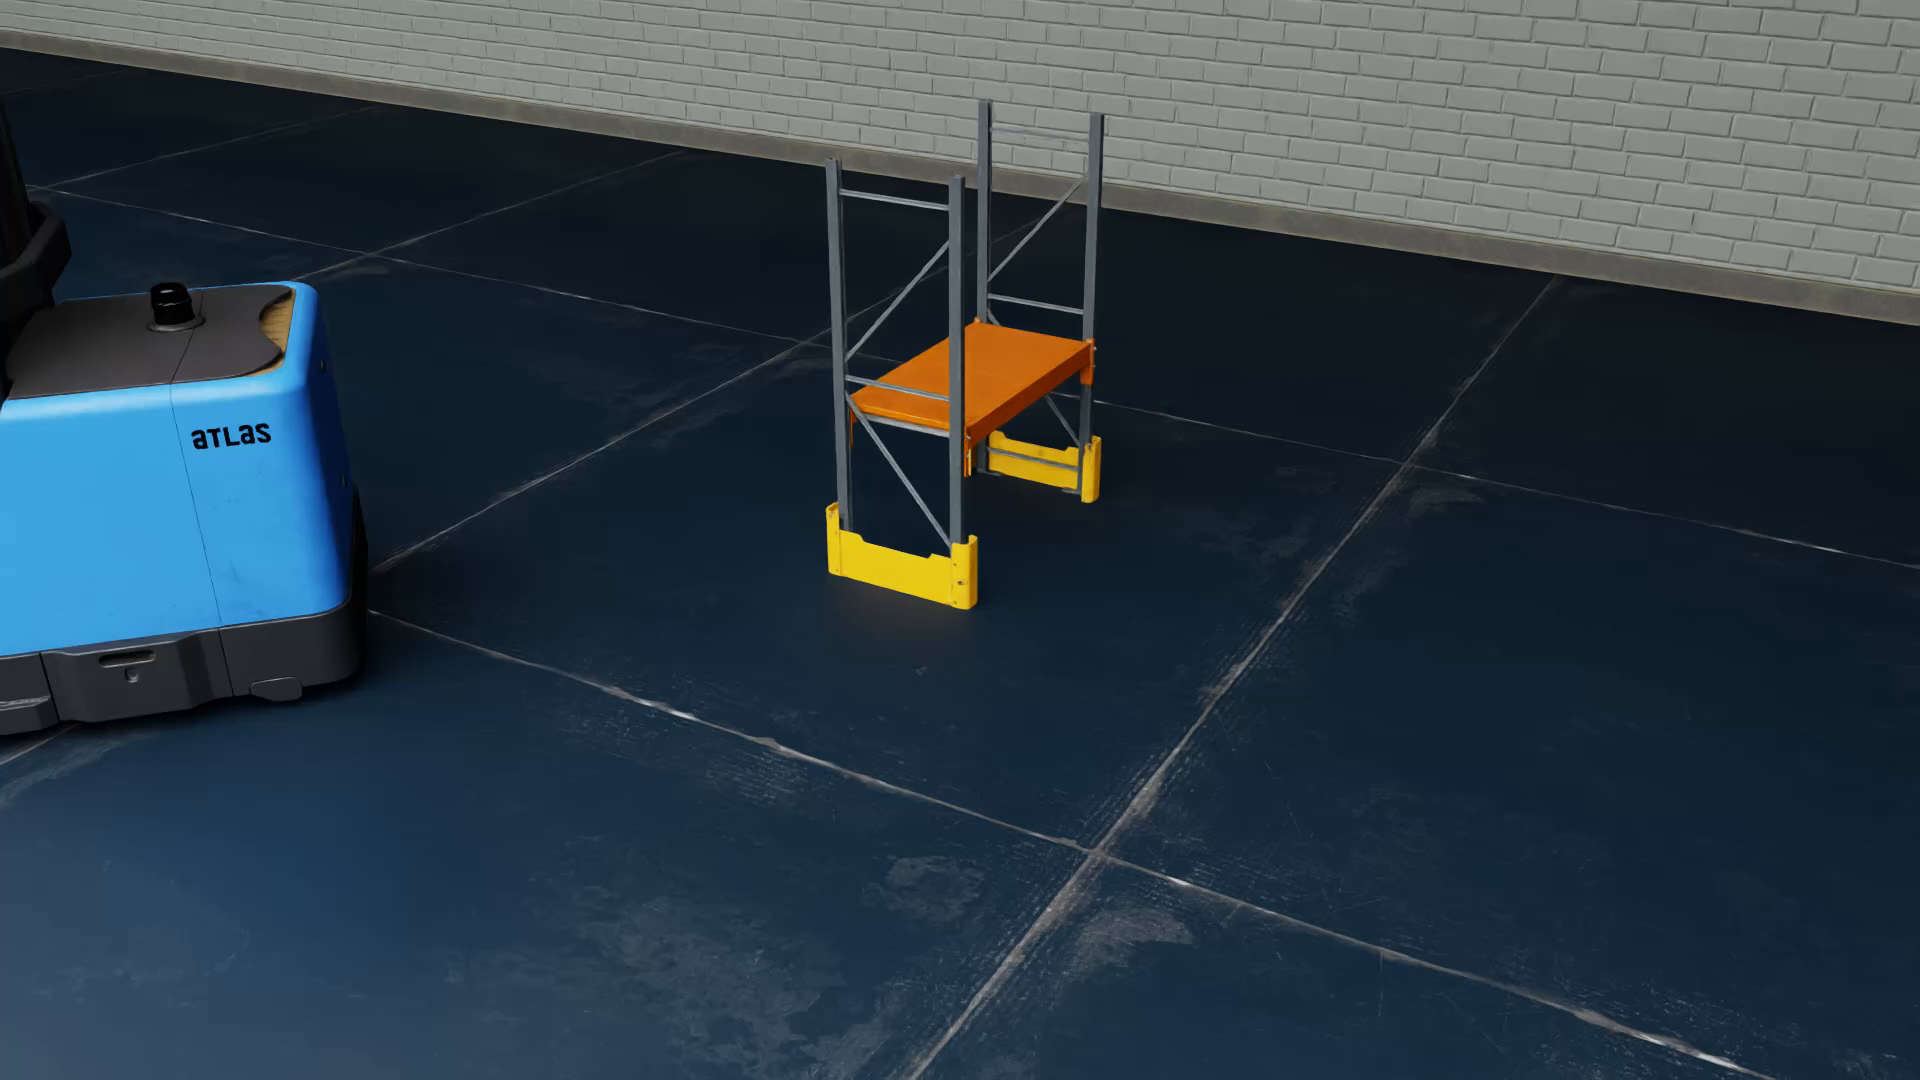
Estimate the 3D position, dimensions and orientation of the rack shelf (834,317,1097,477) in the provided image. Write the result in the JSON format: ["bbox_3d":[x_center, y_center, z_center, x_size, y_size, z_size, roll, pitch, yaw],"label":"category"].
[{"bbox_3d":[0.042,-0.543,6.061,0.538,0.185,1.000,14,30,26],"label":"rack shelf"}]

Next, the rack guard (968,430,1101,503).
[{"bbox_3d":[0.282,-0.336,6.641,0.587,0.250,0.087,14,30,26],"label":"rack guard"}]

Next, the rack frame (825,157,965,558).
[{"bbox_3d":[-0.208,-0.506,5.585,0.500,1.500,0.032,14,30,26],"label":"rack frame"}]

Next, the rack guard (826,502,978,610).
[{"bbox_3d":[-0.207,0.053,5.866,0.587,0.250,0.087,14,30,26],"label":"rack guard"}]

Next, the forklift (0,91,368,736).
[{"bbox_3d":[-3.476,-0.841,4.656,3.031,2.935,1.130,-8,28,-15],"label":"forklift"}]

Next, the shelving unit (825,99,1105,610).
[{"bbox_3d":[0.038,-0.700,5.974,0.587,1.500,1.083,14,30,26],"label":"shelving unit"}]

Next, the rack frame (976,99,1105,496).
[{"bbox_3d":[0.292,-0.902,6.376,0.500,1.500,0.032,14,30,26],"label":"rack frame"}]
